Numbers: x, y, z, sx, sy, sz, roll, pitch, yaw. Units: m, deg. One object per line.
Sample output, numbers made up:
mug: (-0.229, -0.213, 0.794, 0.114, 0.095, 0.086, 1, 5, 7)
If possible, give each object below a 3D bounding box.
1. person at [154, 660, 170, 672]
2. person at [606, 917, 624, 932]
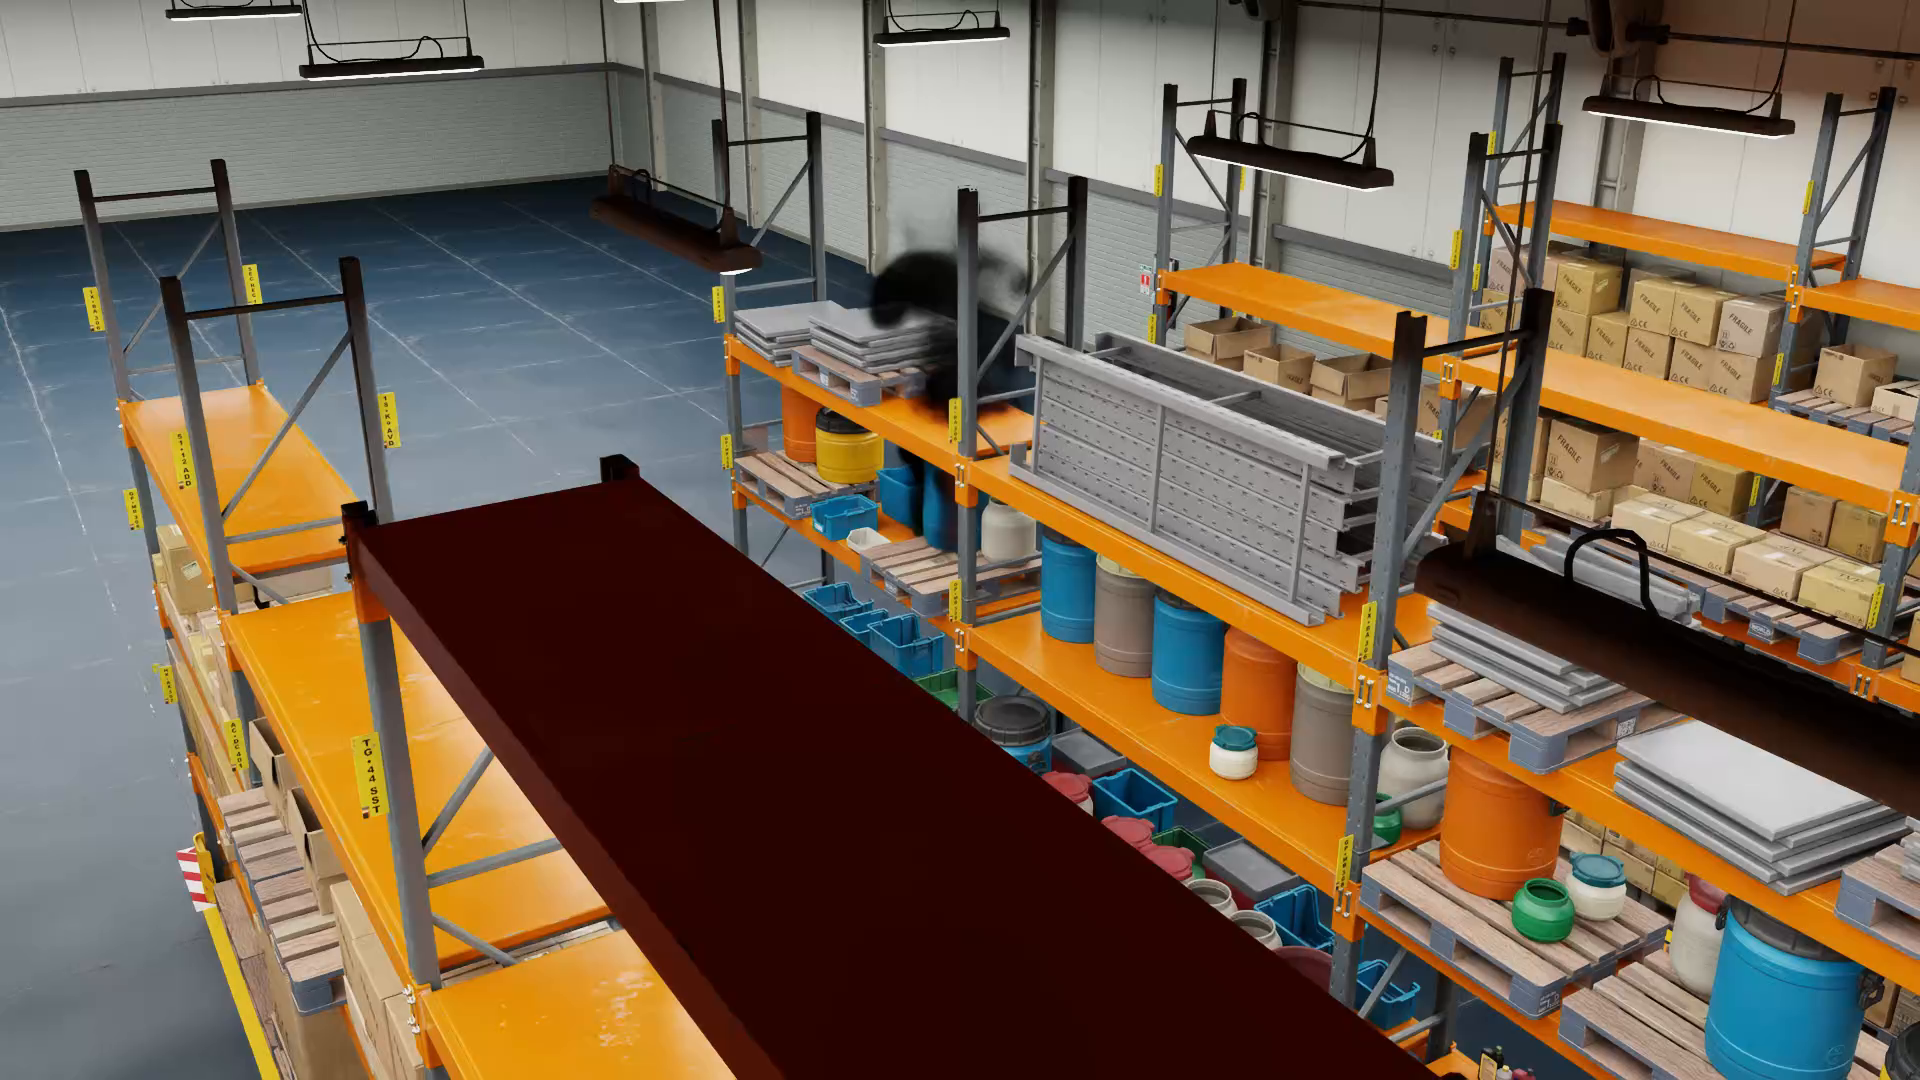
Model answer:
person: (-7.008, 1.490, 15.495, 0.871, 1.587, 0.565, 2, 22, 5)
person: (-2.673, 2.550, 12.766, 0.593, 1.660, 0.624, -19, 29, -39)
